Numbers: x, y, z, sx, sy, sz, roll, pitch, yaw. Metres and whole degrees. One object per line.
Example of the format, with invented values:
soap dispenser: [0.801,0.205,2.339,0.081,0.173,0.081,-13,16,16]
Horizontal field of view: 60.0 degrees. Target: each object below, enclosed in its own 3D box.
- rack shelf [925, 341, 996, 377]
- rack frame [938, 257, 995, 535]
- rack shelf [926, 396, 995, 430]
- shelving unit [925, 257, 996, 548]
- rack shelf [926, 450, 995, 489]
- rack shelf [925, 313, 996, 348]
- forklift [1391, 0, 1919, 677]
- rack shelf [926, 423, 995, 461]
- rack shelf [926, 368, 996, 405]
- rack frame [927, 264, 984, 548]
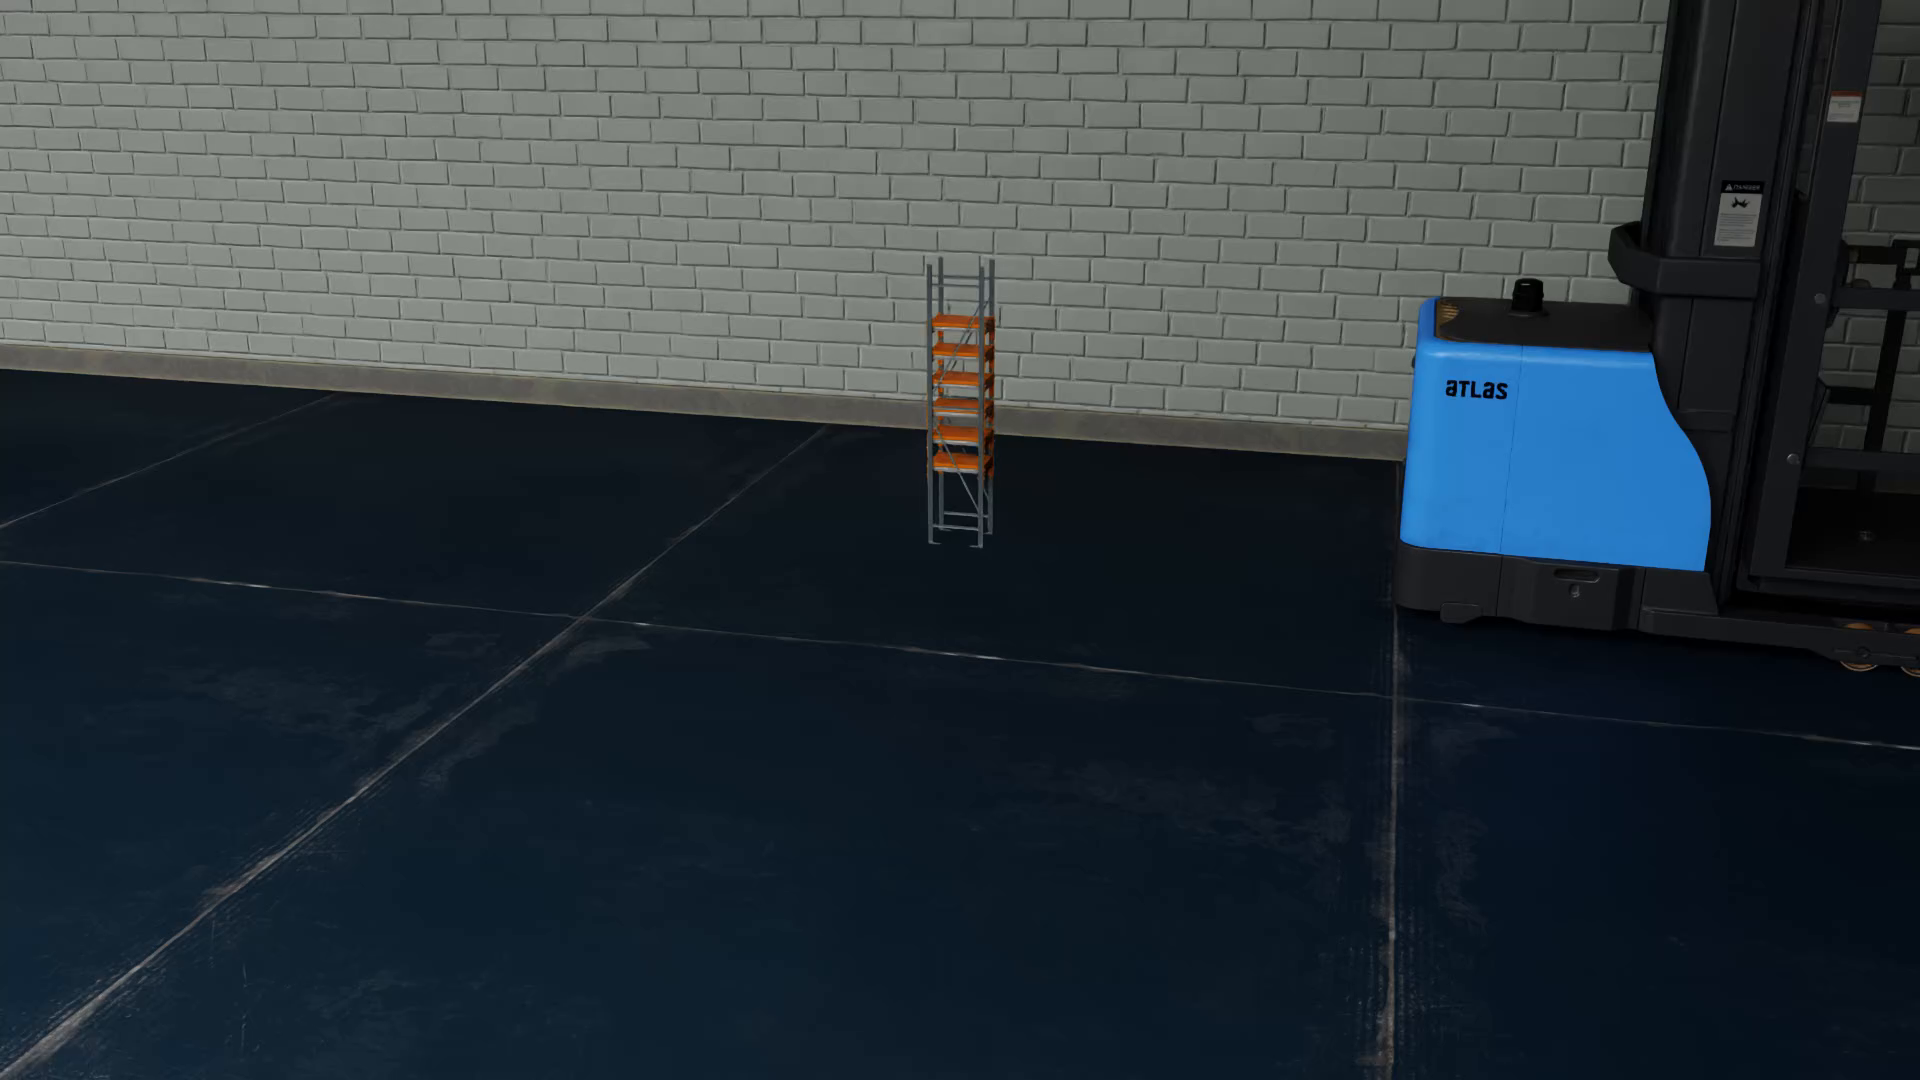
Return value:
rack shelf: [0.004,-0.757,6.944,0.258,0.103,0.180,5,19,13]
rack frame: [0.026,-0.601,7.091,0.240,1.200,0.006,5,19,13]
rack shelf: [0.004,-0.530,7.021,0.258,0.103,0.180,5,19,13]
shelving unit: [0.004,-0.572,7.007,0.258,1.200,0.189,5,19,13]
rack shelf: [0.004,-0.303,7.099,0.258,0.103,0.180,5,19,13]
rack shelf: [0.004,-0.871,6.905,0.258,0.103,0.180,5,19,13]
forklift: [3.210,-1.100,5.874,3.031,2.935,1.130,5,20,15]
rack shelf: [0.004,-0.417,7.060,0.258,0.103,0.180,5,19,13]
rack shelf: [0.004,-0.644,6.982,0.258,0.103,0.180,5,19,13]
rack frame: [-0.019,-0.544,6.923,0.240,1.200,0.006,5,19,13]
